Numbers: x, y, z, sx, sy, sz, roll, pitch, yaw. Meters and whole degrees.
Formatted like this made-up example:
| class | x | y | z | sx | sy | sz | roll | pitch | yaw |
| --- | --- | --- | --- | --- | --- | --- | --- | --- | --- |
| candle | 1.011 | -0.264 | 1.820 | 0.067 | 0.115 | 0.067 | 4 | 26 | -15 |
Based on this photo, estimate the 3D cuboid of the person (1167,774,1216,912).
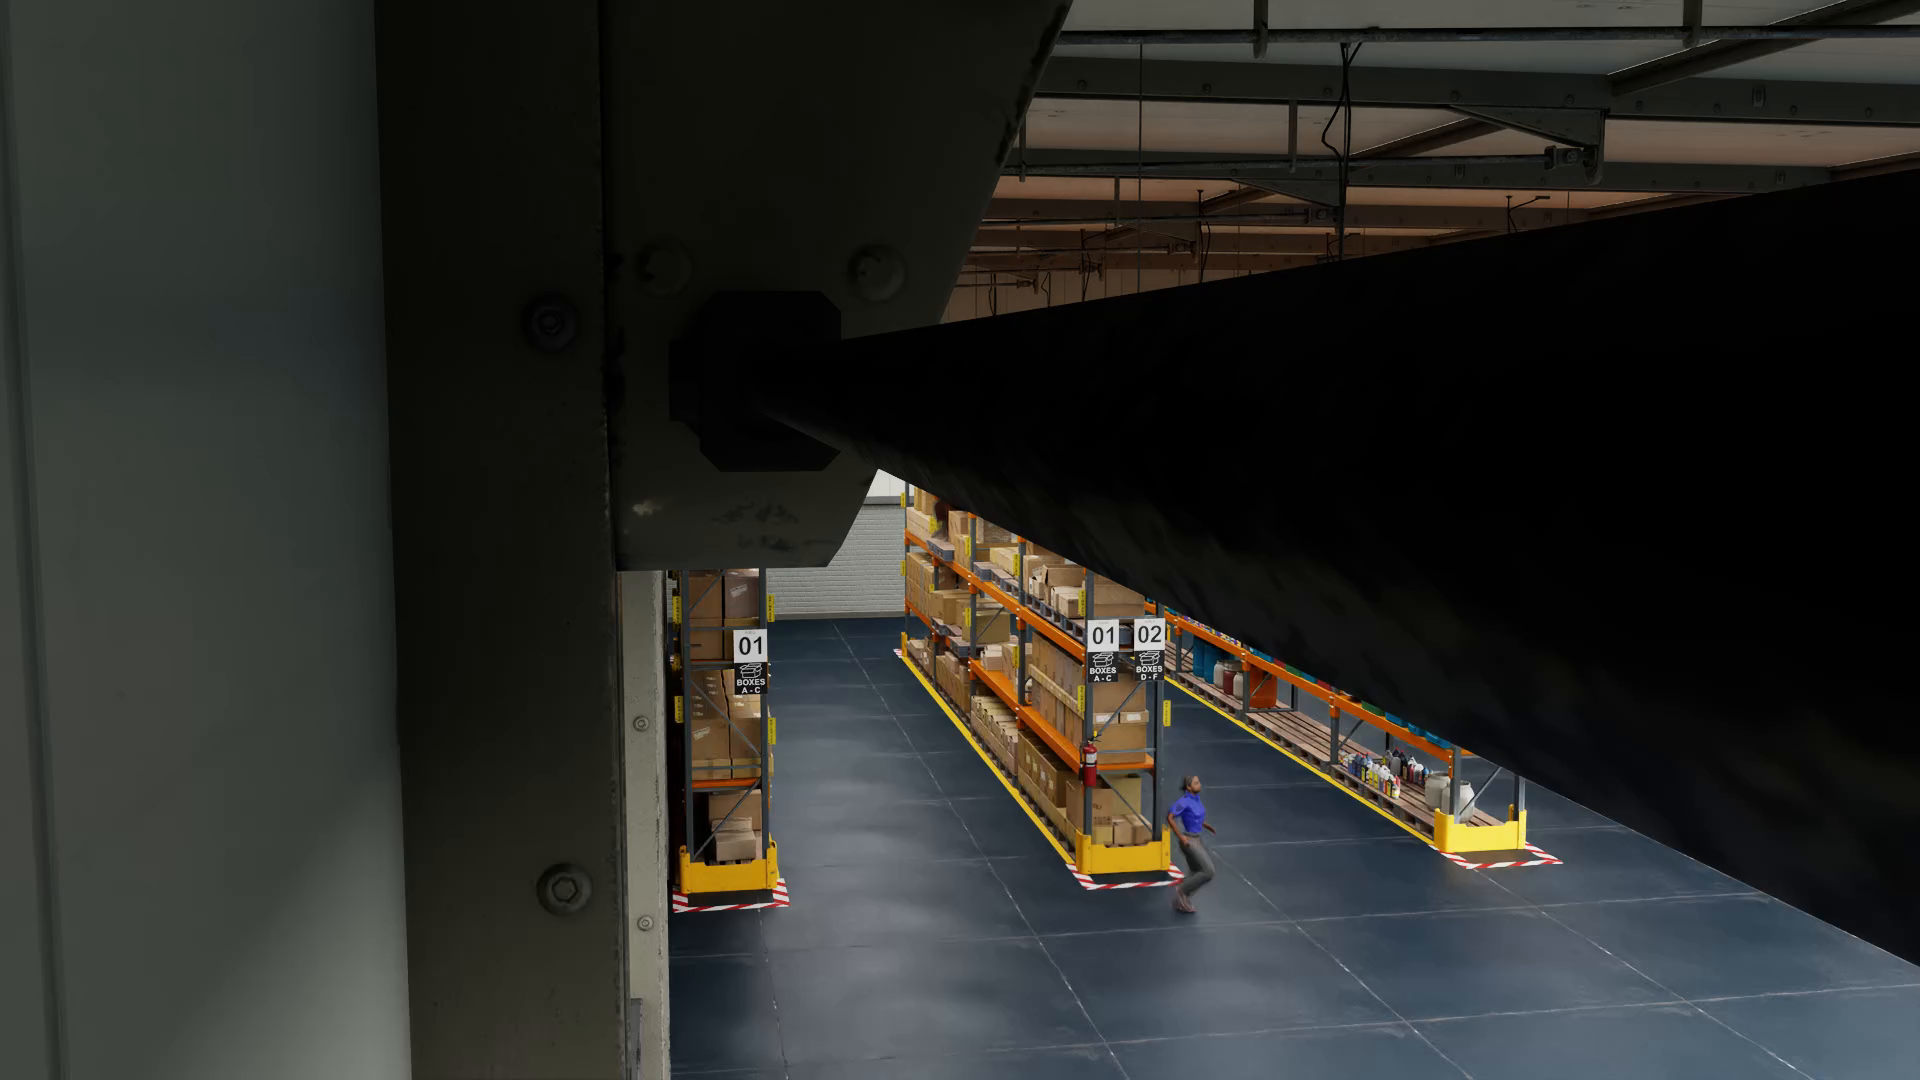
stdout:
| class | x | y | z | sx | sy | sz | roll | pitch | yaw |
| --- | --- | --- | --- | --- | --- | --- | --- | --- | --- |
| person | 2.727 | 3.528 | 19.335 | 0.550 | 1.603 | 0.583 | 2 | 6 | 20 |
